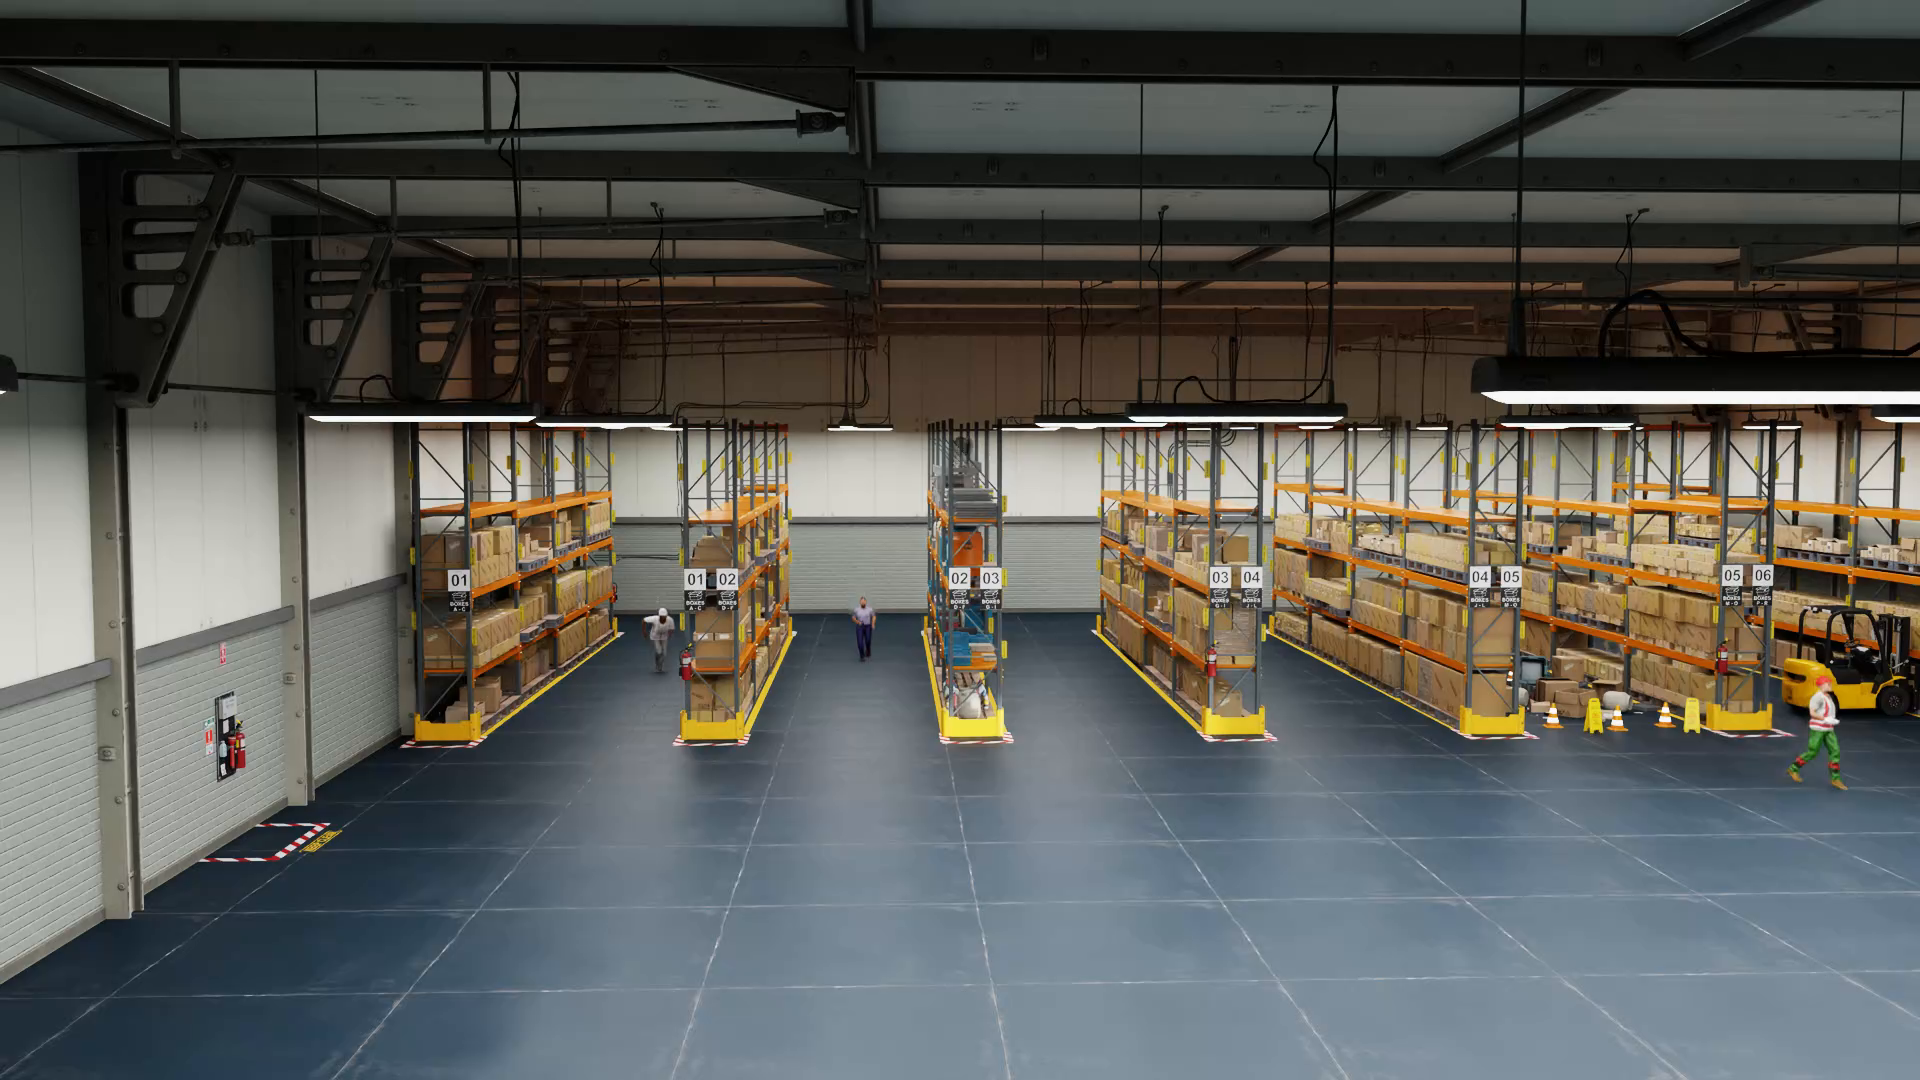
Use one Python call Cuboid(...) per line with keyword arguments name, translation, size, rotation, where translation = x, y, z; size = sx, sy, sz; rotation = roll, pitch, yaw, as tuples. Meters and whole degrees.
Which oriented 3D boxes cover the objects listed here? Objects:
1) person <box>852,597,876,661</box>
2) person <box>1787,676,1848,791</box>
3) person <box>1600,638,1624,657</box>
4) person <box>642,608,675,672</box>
Cuboid(name="person", translation=(-2.414, 2.248, 41.800), size=(0.599, 1.608, 0.539), rotation=(0, 4, -3))
Cuboid(name="person", translation=(13.963, 3.095, 26.938), size=(0.698, 1.800, 0.945), rotation=(-3, 5, -36))
Cuboid(name="person", translation=(16.596, 2.164, 42.353), size=(0.671, 1.774, 0.901), rotation=(0, 4, -3))
Cuboid(name="person", translation=(-7.174, 2.389, 39.568), size=(0.739, 1.578, 0.897), rotation=(-2, 4, -26))
